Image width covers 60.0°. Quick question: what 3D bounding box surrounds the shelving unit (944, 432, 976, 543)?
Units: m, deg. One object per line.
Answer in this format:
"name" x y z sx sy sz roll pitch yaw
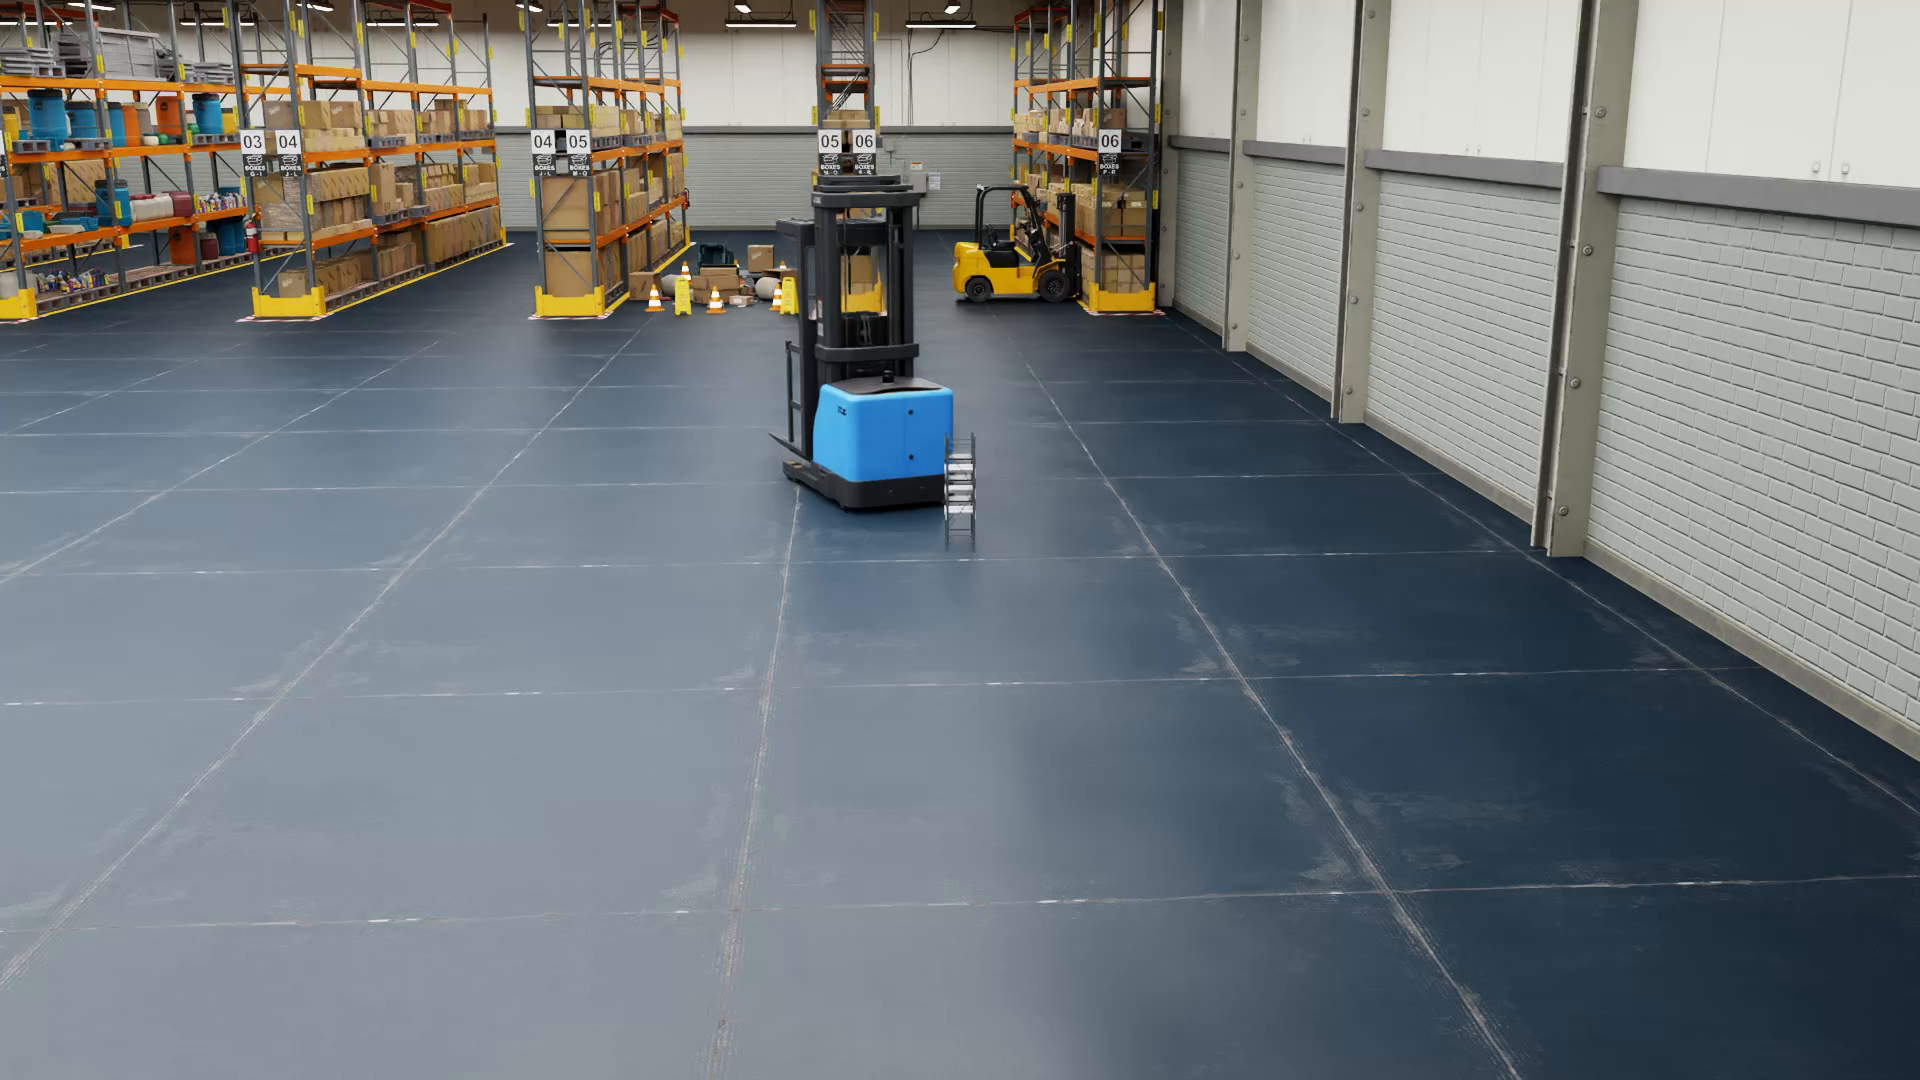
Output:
"shelving unit" 0.000 -0.438 13.922 0.258 0.900 0.210 -1 14 -3

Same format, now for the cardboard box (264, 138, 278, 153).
"cardboard box" -12.174 -6.923 29.196 0.500 0.250 0.500 -1 14 -2

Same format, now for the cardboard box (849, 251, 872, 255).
"cardboard box" -1.813 -5.156 31.216 0.500 0.500 0.500 -1 14 -6

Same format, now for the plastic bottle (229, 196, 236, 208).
"plastic bottle" -17.177 -7.966 39.215 0.152 0.276 0.135 -1 14 -3

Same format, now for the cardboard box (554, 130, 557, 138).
"cardboard box" -7.293 -7.139 29.194 0.380 0.149 0.250 -1 14 -4

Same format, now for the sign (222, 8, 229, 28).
"sign" -12.446 -8.858 28.203 0.100 0.325 0.005 -1 14 -3

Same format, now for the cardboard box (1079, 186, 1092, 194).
"cardboard box" 2.517 -6.819 32.408 0.380 0.149 0.250 -1 14 -4

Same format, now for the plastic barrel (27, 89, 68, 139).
"plastic barrel" -17.127 -7.995 31.212 0.600 0.901 0.708 -1 14 -3

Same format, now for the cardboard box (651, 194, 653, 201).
"cardboard box" -7.327 -7.931 38.494 0.380 0.149 0.250 0 14 -2

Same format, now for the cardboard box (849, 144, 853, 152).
"cardboard box" -1.802 -7.063 29.941 0.380 0.149 0.250 -1 14 -5

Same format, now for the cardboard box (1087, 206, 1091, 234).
"cardboard box" 2.639 -5.954 30.945 0.500 0.500 0.500 0 14 -2

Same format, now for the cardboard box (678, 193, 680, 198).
"cardboard box" -7.576 -9.072 43.769 0.380 0.149 0.250 0 14 -2

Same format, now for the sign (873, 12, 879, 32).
"sign" -1.458 -8.985 28.853 0.100 0.325 0.005 -1 14 -3

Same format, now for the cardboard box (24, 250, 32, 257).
"cardboard box" -22.152 -6.896 38.942 0.500 0.500 0.500 -1 14 -3

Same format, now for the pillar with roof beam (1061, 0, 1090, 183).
"pillar with roof beam" -1.230 -11.668 41.316 9.100 9.000 0.548 -1 14 -3

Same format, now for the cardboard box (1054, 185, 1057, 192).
"cardboard box" 2.272 -7.731 36.553 0.380 0.149 0.250 -1 14 -3

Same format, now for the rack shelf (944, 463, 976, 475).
"rack shelf" 0.000 -0.580 13.886 0.258 0.077 0.200 -1 14 -3

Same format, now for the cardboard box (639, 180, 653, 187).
"cardboard box" -7.348 -8.283 38.666 0.380 0.149 0.250 0 14 -2

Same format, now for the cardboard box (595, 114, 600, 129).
"cardboard box" -6.741 -7.505 29.815 0.500 0.250 0.500 -1 14 -4

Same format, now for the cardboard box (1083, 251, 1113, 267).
"cardboard box" 2.577 -5.250 31.081 0.500 0.250 0.500 -1 14 -2

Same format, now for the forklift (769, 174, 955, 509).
"forklift" -1.096 -2.022 16.004 1.130 2.935 3.031 -6 16 -23

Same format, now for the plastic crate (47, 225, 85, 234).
"plastic crate" -16.729 -5.818 31.148 0.530 0.136 0.437 -1 14 -3

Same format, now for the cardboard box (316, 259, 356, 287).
"cardboard box" -12.111 -5.172 32.283 0.500 0.500 0.500 4 15 14

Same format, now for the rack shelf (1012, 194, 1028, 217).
"rack shelf" 2.087 -8.791 43.618 1.077 0.370 4.000 -1 14 -3

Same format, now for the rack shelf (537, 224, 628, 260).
"rack shelf" -7.058 -5.628 31.323 1.077 0.370 4.000 -1 14 -3

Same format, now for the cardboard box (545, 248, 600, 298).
"cardboard box" -7.042 -4.821 30.164 0.875 0.875 0.875 -1 14 -3

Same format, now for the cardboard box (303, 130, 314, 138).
"cardboard box" -11.597 -7.138 29.232 0.380 0.149 0.250 -1 14 -2

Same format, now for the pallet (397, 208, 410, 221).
"pallet" -12.223 -6.832 34.946 1.003 0.211 1.213 -1 14 -3

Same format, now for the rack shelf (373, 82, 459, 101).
"rack shelf" -12.510 -10.277 38.158 1.077 0.370 4.000 -1 14 -3

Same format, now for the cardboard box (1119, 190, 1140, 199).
"cardboard box" 3.133 -6.382 30.712 0.380 0.149 0.250 -1 14 -2

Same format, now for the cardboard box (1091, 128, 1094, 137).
"cardboard box" 2.600 -7.442 30.371 0.380 0.149 0.250 -1 14 -5

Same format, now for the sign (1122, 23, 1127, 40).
"sign" 3.262 -10.089 32.988 0.100 0.325 0.005 -1 14 -3

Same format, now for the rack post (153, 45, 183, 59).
"rack post" -17.476 -10.688 36.471 0.624 0.289 0.986 -1 14 -3

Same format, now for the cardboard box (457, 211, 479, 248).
"cardboard box" -12.595 -7.751 41.554 0.875 0.875 0.875 -1 14 -3

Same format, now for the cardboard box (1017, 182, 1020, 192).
"cardboard box" 1.788 -9.340 44.011 0.500 0.250 0.500 -1 14 -4

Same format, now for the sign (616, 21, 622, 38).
"sign" -6.627 -9.910 32.292 0.100 0.325 0.005 -1 14 -3

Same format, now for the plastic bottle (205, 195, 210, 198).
"plastic bottle" -17.907 -8.063 39.593 0.152 0.276 0.135 -1 14 -3

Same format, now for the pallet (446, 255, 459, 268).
"pallet" -12.433 -6.566 39.123 1.003 0.211 1.213 -1 14 -3

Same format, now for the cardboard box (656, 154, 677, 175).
"cardboard box" -7.540 -9.638 42.661 0.500 0.500 0.500 -1 14 -5

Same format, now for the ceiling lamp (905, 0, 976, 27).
"ceiling lamp" -0.527 -16.000 46.438 2.000 3.185 0.800 -1 14 -3

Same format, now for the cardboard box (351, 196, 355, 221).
"cardboard box" -12.177 -6.377 31.993 0.875 0.500 0.500 -1 14 -3

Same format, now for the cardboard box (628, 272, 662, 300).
"cardboard box" -6.062 -4.894 32.038 0.500 0.500 0.500 2 15 6

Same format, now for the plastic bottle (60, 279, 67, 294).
"plastic bottle" -16.636 -4.698 30.859 0.097 0.271 0.097 0 14 0

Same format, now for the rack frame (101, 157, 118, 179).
"rack frame" -22.770 -9.254 43.975 1.000 3.000 0.127 -1 14 -3

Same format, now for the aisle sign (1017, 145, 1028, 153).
"aisle sign" 1.665 -10.908 45.186 0.394 0.787 0.004 -1 14 -3

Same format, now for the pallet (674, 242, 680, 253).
"pallet" -7.833 -7.583 43.076 1.003 0.211 1.213 -1 14 -3

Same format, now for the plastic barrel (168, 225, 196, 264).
"plastic barrel" -17.377 -6.614 37.225 0.600 0.830 0.708 -1 14 -3

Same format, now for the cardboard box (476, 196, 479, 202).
"cardboard box" -12.388 -8.628 42.046 0.380 0.149 0.250 -1 14 -4

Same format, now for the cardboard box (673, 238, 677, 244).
"cardboard box" -7.500 -7.703 42.825 0.380 0.149 0.250 -1 14 -5

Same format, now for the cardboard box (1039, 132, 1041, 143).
"cardboard box" 2.121 -9.401 38.825 0.500 0.250 0.500 -1 14 -3

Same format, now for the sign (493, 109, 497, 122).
"sign" -12.340 -11.254 44.110 0.100 0.325 0.005 -1 14 -3

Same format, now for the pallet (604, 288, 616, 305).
"pallet" -7.134 -4.628 31.592 1.003 0.211 1.213 -1 14 -3
